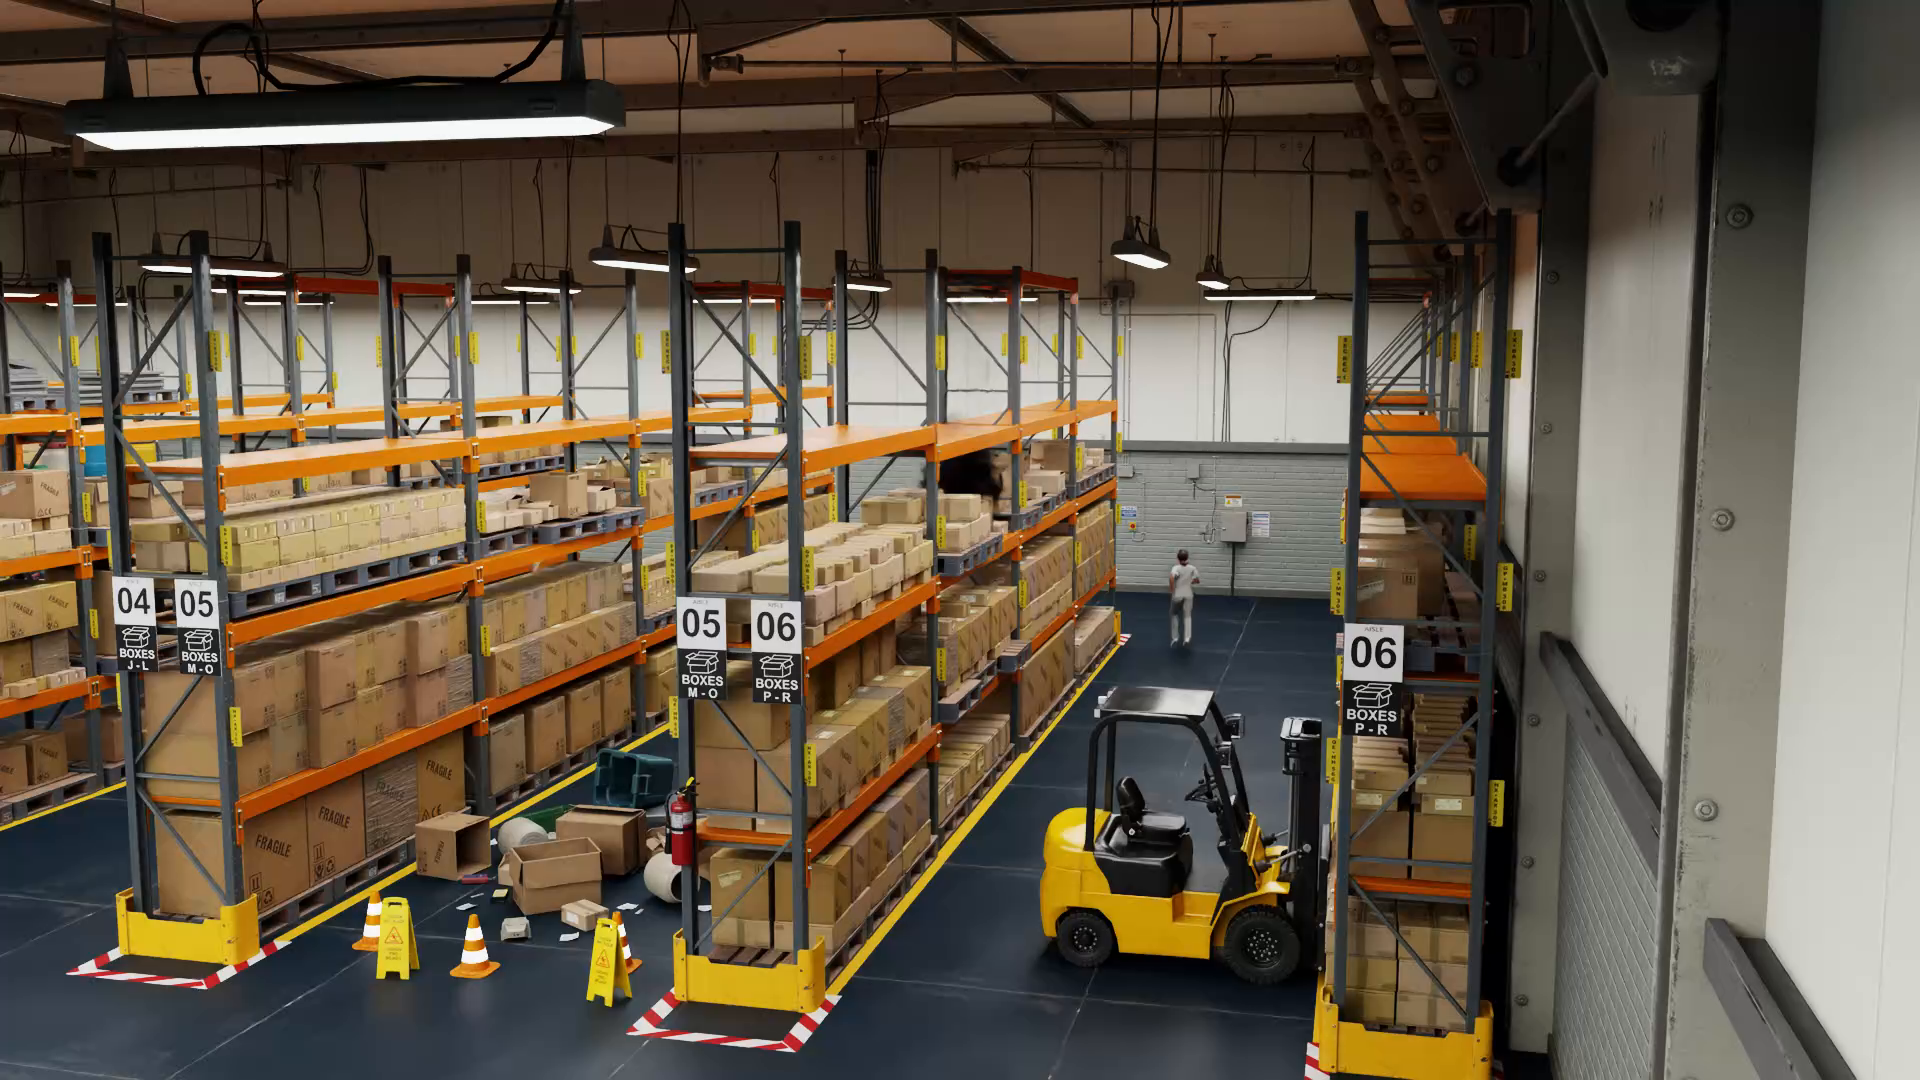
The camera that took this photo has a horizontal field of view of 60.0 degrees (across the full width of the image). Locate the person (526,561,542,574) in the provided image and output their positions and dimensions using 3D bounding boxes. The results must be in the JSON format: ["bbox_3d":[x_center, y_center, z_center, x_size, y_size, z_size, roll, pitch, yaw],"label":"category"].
[{"bbox_3d":[-6.702,1.136,26.172,0.650,1.688,0.611,1,7,7],"label":"person"}]

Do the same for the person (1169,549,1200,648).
[{"bbox_3d":[3.690,1.012,27.412,0.534,1.709,1.008,0,7,0],"label":"person"}]
